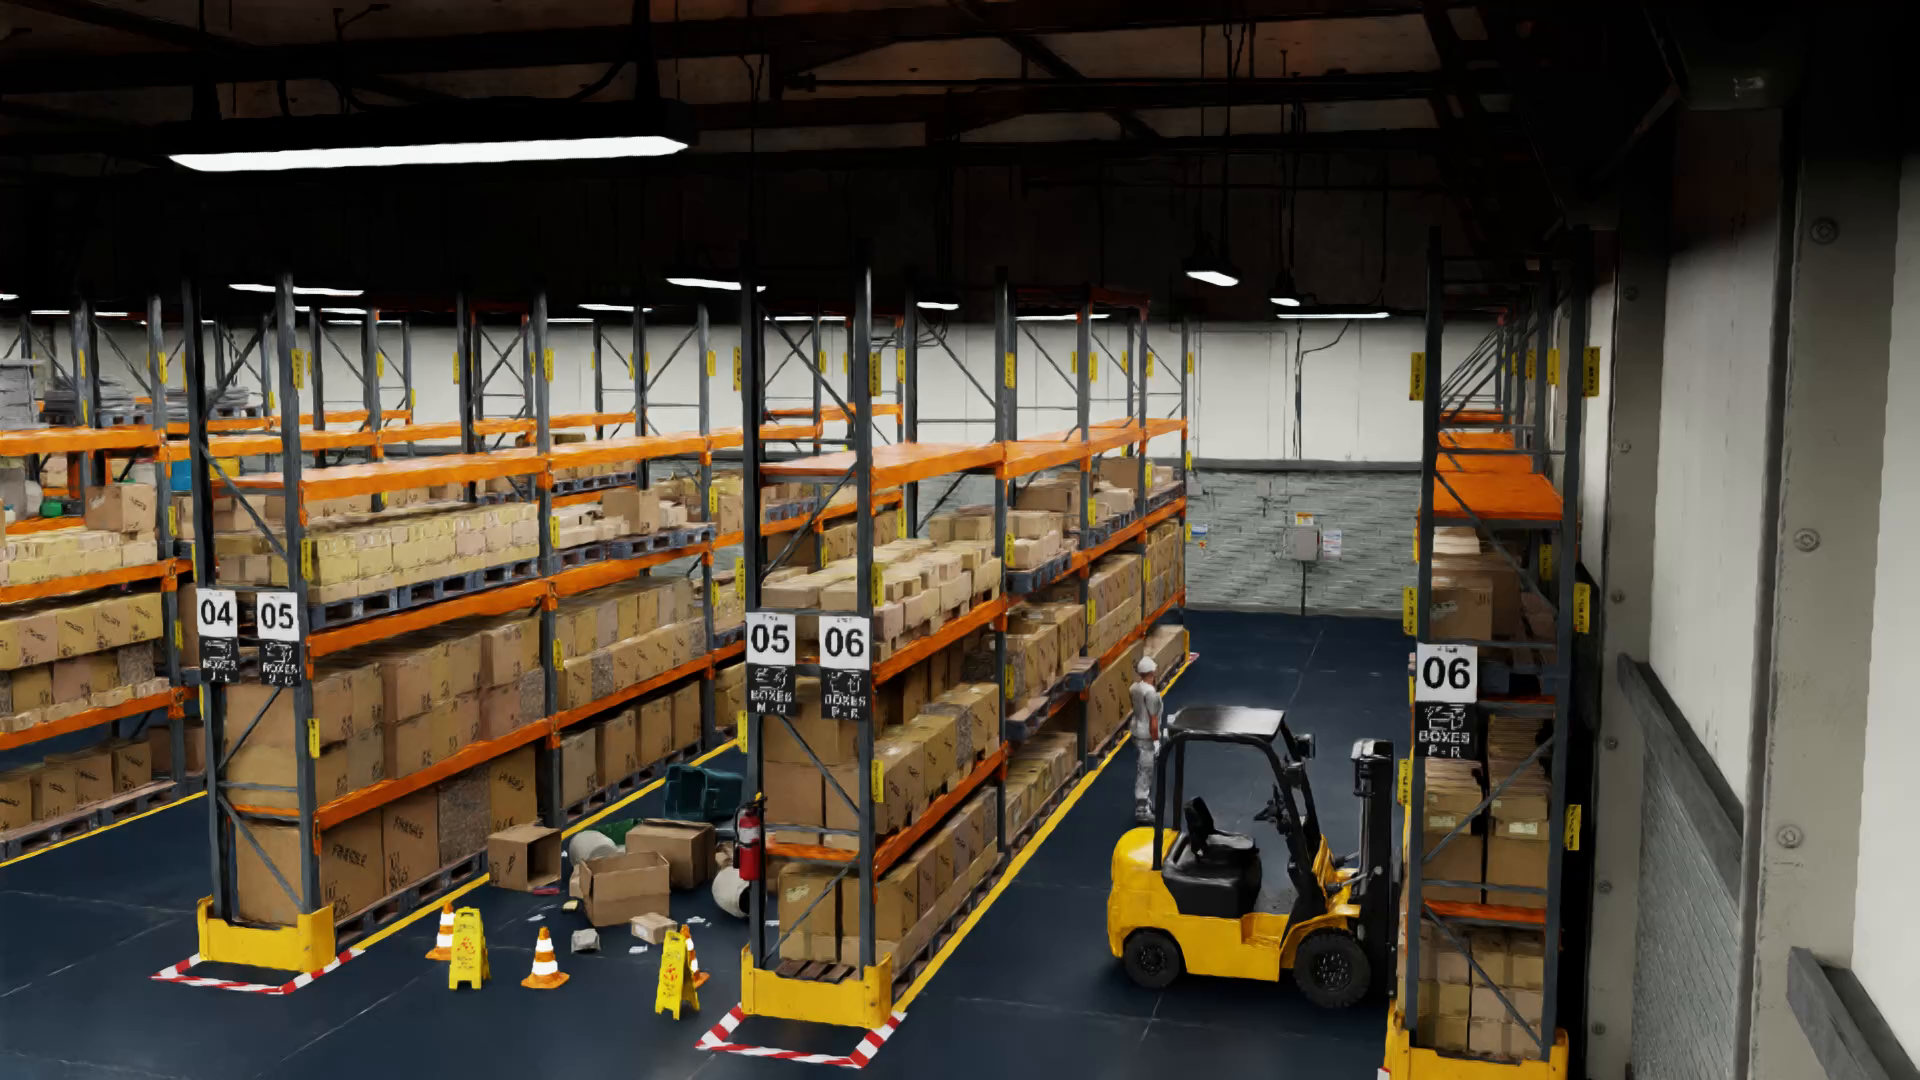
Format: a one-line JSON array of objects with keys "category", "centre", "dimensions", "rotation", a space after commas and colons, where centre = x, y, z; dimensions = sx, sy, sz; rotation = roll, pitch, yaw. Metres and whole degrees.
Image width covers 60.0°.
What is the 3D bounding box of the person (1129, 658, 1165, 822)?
[{"category": "person", "centre": [2.110, 2.194, 18.485], "dimensions": [0.443, 1.787, 0.600], "rotation": [-2, 7, -15]}]
